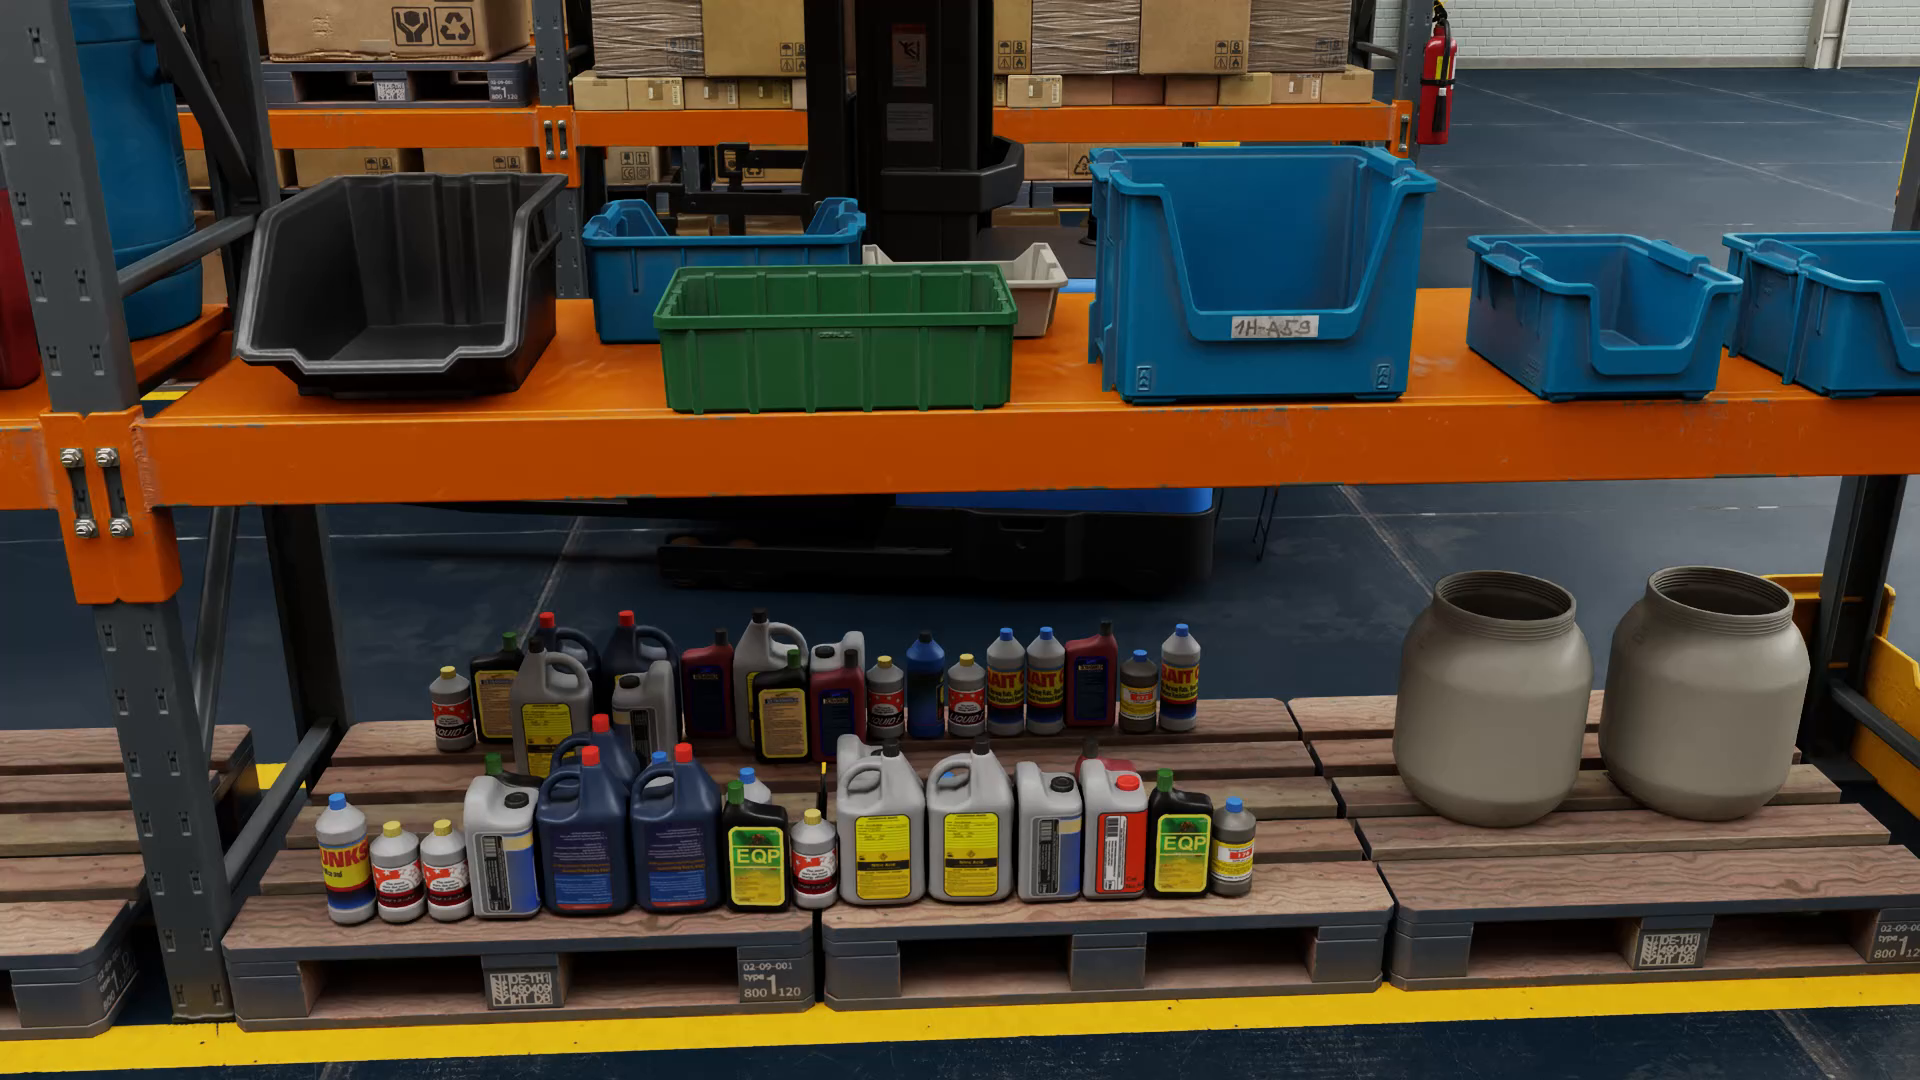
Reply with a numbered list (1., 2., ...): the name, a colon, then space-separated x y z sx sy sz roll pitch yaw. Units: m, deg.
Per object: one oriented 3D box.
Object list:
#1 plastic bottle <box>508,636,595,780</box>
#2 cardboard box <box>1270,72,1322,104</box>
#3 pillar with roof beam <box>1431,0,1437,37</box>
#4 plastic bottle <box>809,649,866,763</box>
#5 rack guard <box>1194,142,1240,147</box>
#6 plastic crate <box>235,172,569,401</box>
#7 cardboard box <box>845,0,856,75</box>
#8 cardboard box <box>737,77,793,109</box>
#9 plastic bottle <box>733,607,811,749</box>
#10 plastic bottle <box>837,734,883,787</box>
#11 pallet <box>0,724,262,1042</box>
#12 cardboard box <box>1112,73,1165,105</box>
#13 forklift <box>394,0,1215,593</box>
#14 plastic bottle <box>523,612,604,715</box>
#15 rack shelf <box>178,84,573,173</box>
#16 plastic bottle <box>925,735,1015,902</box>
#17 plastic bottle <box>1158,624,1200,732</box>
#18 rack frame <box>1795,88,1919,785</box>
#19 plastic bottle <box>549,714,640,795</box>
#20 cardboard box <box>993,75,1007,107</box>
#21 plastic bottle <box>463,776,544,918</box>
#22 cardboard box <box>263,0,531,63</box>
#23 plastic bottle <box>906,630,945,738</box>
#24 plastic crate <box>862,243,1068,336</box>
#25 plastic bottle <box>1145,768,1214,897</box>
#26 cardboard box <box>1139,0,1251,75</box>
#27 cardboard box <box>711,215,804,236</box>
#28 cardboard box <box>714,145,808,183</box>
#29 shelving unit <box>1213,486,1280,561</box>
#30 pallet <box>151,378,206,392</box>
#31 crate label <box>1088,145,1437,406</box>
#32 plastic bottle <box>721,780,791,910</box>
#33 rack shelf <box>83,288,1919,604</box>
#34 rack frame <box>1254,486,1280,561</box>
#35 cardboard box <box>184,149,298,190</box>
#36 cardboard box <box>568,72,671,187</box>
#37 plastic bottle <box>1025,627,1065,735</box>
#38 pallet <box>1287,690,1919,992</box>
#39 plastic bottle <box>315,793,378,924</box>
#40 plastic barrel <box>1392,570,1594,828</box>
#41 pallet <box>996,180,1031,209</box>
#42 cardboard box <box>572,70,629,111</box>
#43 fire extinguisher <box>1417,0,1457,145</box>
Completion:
1. plastic bottle: -0.973 0.397 3.968 0.185 0.351 0.144 -1 21 -3
2. cardboard box: 1.580 -2.211 8.065 0.250 0.149 0.380 -1 21 -3
3. pillar with roof beam: 6.739 -9.398 18.158 0.400 9.000 9.100 -1 21 -3
4. plastic bottle: -0.298 0.402 4.048 0.133 0.283 0.061 -1 21 -3
5. rack guard: 1.945 -3.009 13.321 0.348 0.500 1.175 -1 21 -3
6. plastic crate: -1.078 -0.508 3.327 0.504 0.338 0.767 -1 21 -3
7. cardboard box: -0.443 -2.548 8.038 0.500 0.500 0.875 -1 21 -3
8. cardboard box: -0.911 -2.135 7.866 0.250 0.149 0.380 -1 21 -3
9. plastic bottle: -0.467 0.335 4.130 0.185 0.351 0.144 -1 21 -3
10. plastic bottle: -0.199 0.562 3.638 0.135 0.276 0.152 -1 21 -3
11. pallet: -2.390 0.761 3.825 1.213 0.211 1.003 -1 21 -3
12. cardboard box: 0.831 -2.198 8.030 0.250 0.149 0.380 -1 21 -3
13. forklift: -0.621 -1.389 5.651 3.031 2.935 1.130 2 21 5
14. plastic bottle: -0.981 0.345 4.103 0.185 0.351 0.144 -2 21 -4
15. rack shelf: -3.887 -1.954 8.049 4.000 0.370 1.077 -1 21 -3
16. plastic bottle: 0.020 0.576 3.498 0.185 0.351 0.144 0 21 -1
17. plastic bottle: 0.558 0.343 4.221 0.097 0.271 0.097 0 21 0
18. rack frame: 2.386 -0.653 3.620 0.127 3.000 1.000 -1 21 -3
19. plastic bottle: -0.787 0.541 3.590 0.185 0.351 0.144 -1 21 -3
20. cardboard box: 0.085 -2.168 7.952 0.250 0.149 0.380 -1 21 -3
21. plastic bottle: -0.944 0.629 3.464 0.135 0.276 0.152 0 21 -1
22. cardboard box: -2.692 -2.841 7.935 1.000 1.000 1.000 -1 21 -3
23. plastic bottle: -0.087 0.356 4.187 0.097 0.271 0.097 0 21 0
24. plastic crate: -0.001 -0.571 3.776 0.437 0.136 0.530 -1 21 -3
25. plastic bottle: 0.461 0.613 3.495 0.133 0.283 0.061 -1 21 -2
26. cardboard box: 1.060 -2.544 8.028 0.500 0.500 0.875 -1 21 -3
27. cardboard box: -0.918 -1.367 8.420 0.500 0.500 0.500 5 22 14
28. cardboard box: -1.441 -3.286 12.933 0.875 0.875 0.875 -1 21 -2
29. shelving unit: 1.082 -0.534 5.815 0.189 1.200 0.258 10 21 1
30. pallet: -3.889 -0.986 8.413 1.213 0.211 1.003 -1 21 -3
31. crate label: 0.563 -0.536 3.263 0.616 0.435 0.502 -1 21 -3
32. plastic bottle: -0.423 0.631 3.447 0.133 0.283 0.061 0 21 -1
33. rack shelf: 0.389 -0.276 3.641 4.000 0.370 1.077 -1 21 -3
34. rack frame: 1.172 -0.519 5.814 0.006 1.200 0.240 10 21 1
35. cardboard box: -5.453 -3.139 12.722 0.750 0.750 1.050 -1 21 -4
36. cardboard box: -2.687 -3.195 12.870 0.750 0.750 1.050 -1 21 -3
37. plastic bottle: 0.216 0.350 4.203 0.097 0.271 0.097 0 21 0
38. pallet: 1.501 0.683 4.030 1.213 0.211 1.003 -1 21 -3
39. plastic bottle: -1.265 0.647 3.422 0.097 0.271 0.097 0 21 0
40. plastic barrel: 1.232 0.364 3.855 0.421 0.512 0.421 0 21 0
41. pallet: -0.088 -2.805 13.193 1.213 0.211 1.003 -1 21 -3
42. cardboard box: -1.659 -2.111 7.803 0.250 0.149 0.380 -1 21 -3
43. fire extinguisher: 2.243 -2.215 7.831 0.183 0.674 0.296 -1 21 -3
